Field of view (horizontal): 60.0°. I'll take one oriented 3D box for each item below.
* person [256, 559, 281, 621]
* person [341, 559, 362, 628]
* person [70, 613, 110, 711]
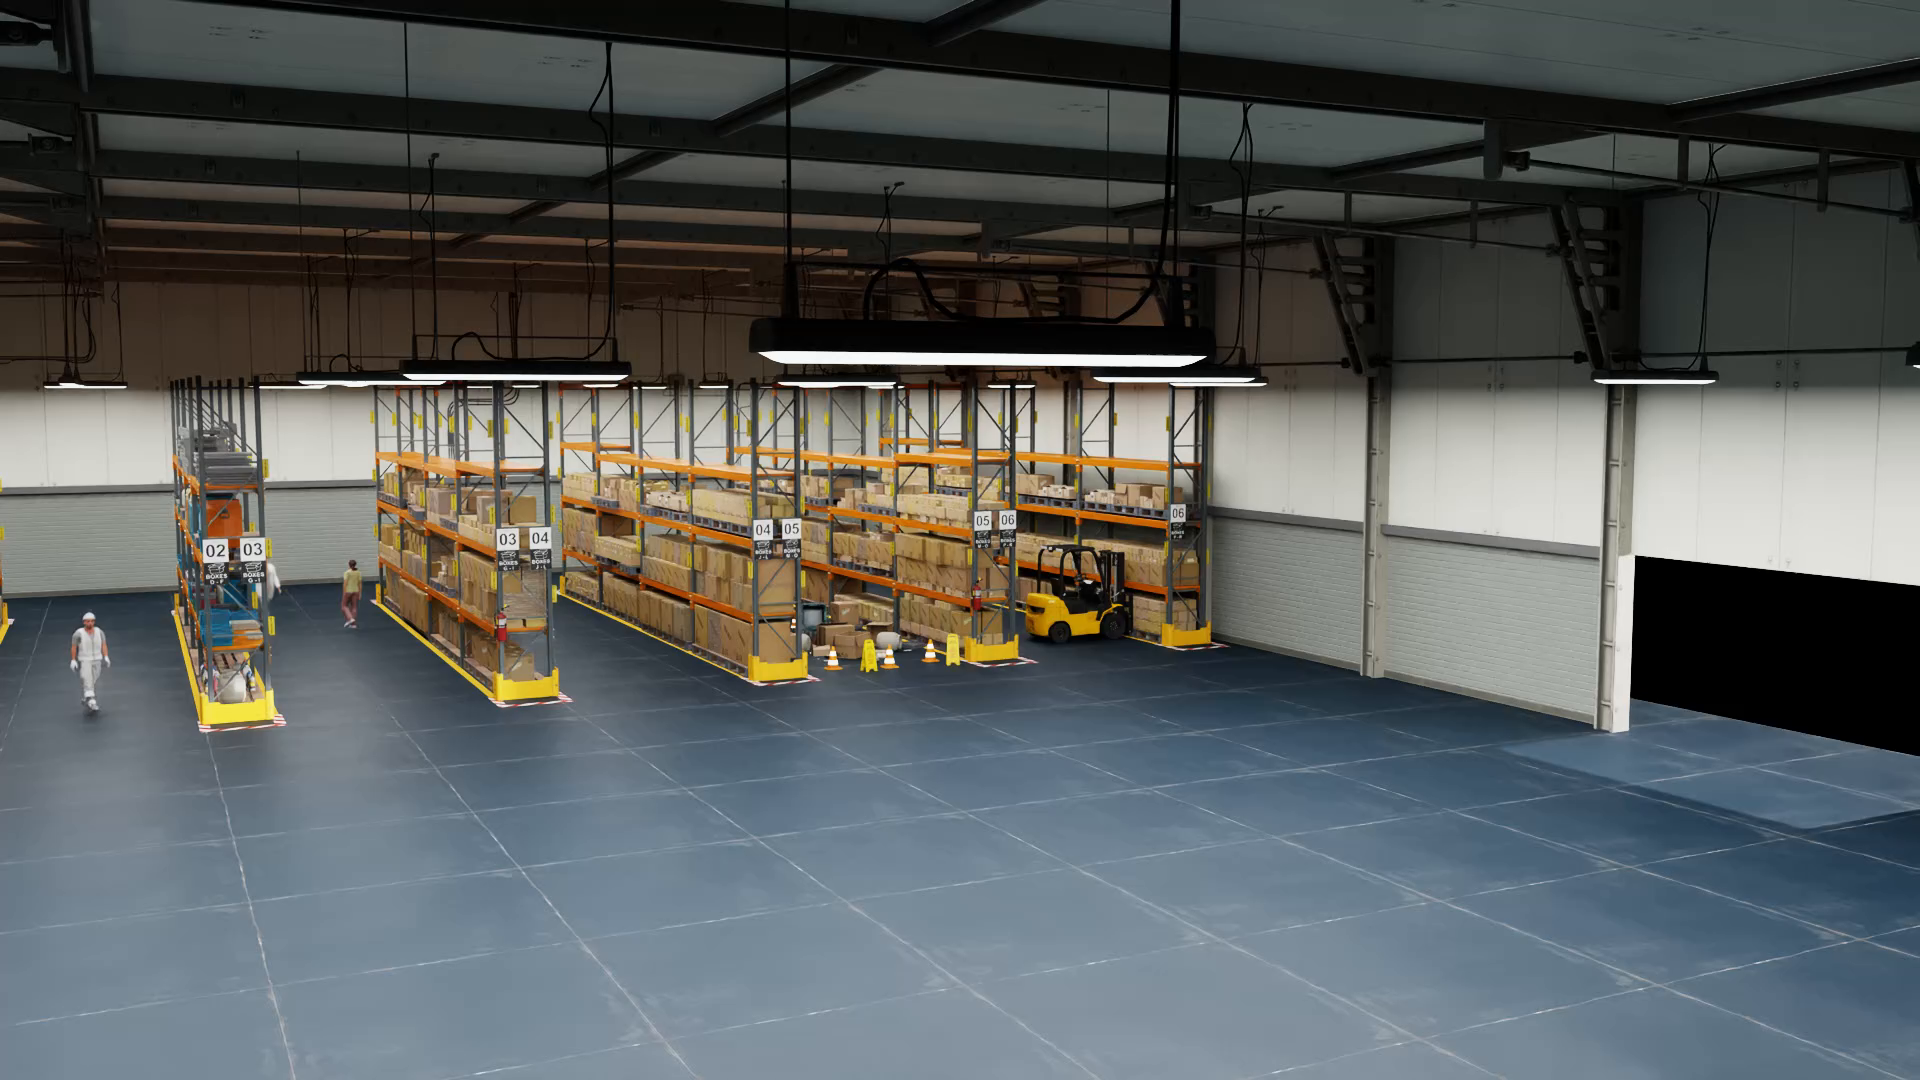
[{"bbox_3d":[-17.107,1.194,40.959,0.709,1.712,1.131,-5,7,-44],"label":"person"},{"bbox_3d":[-14.704,1.303,40.262,0.492,1.670,0.467,-4,7,-40],"label":"person"},{"bbox_3d":[-15.584,2.170,29.870,1.041,1.731,0.559,4,6,35],"label":"person"}]
